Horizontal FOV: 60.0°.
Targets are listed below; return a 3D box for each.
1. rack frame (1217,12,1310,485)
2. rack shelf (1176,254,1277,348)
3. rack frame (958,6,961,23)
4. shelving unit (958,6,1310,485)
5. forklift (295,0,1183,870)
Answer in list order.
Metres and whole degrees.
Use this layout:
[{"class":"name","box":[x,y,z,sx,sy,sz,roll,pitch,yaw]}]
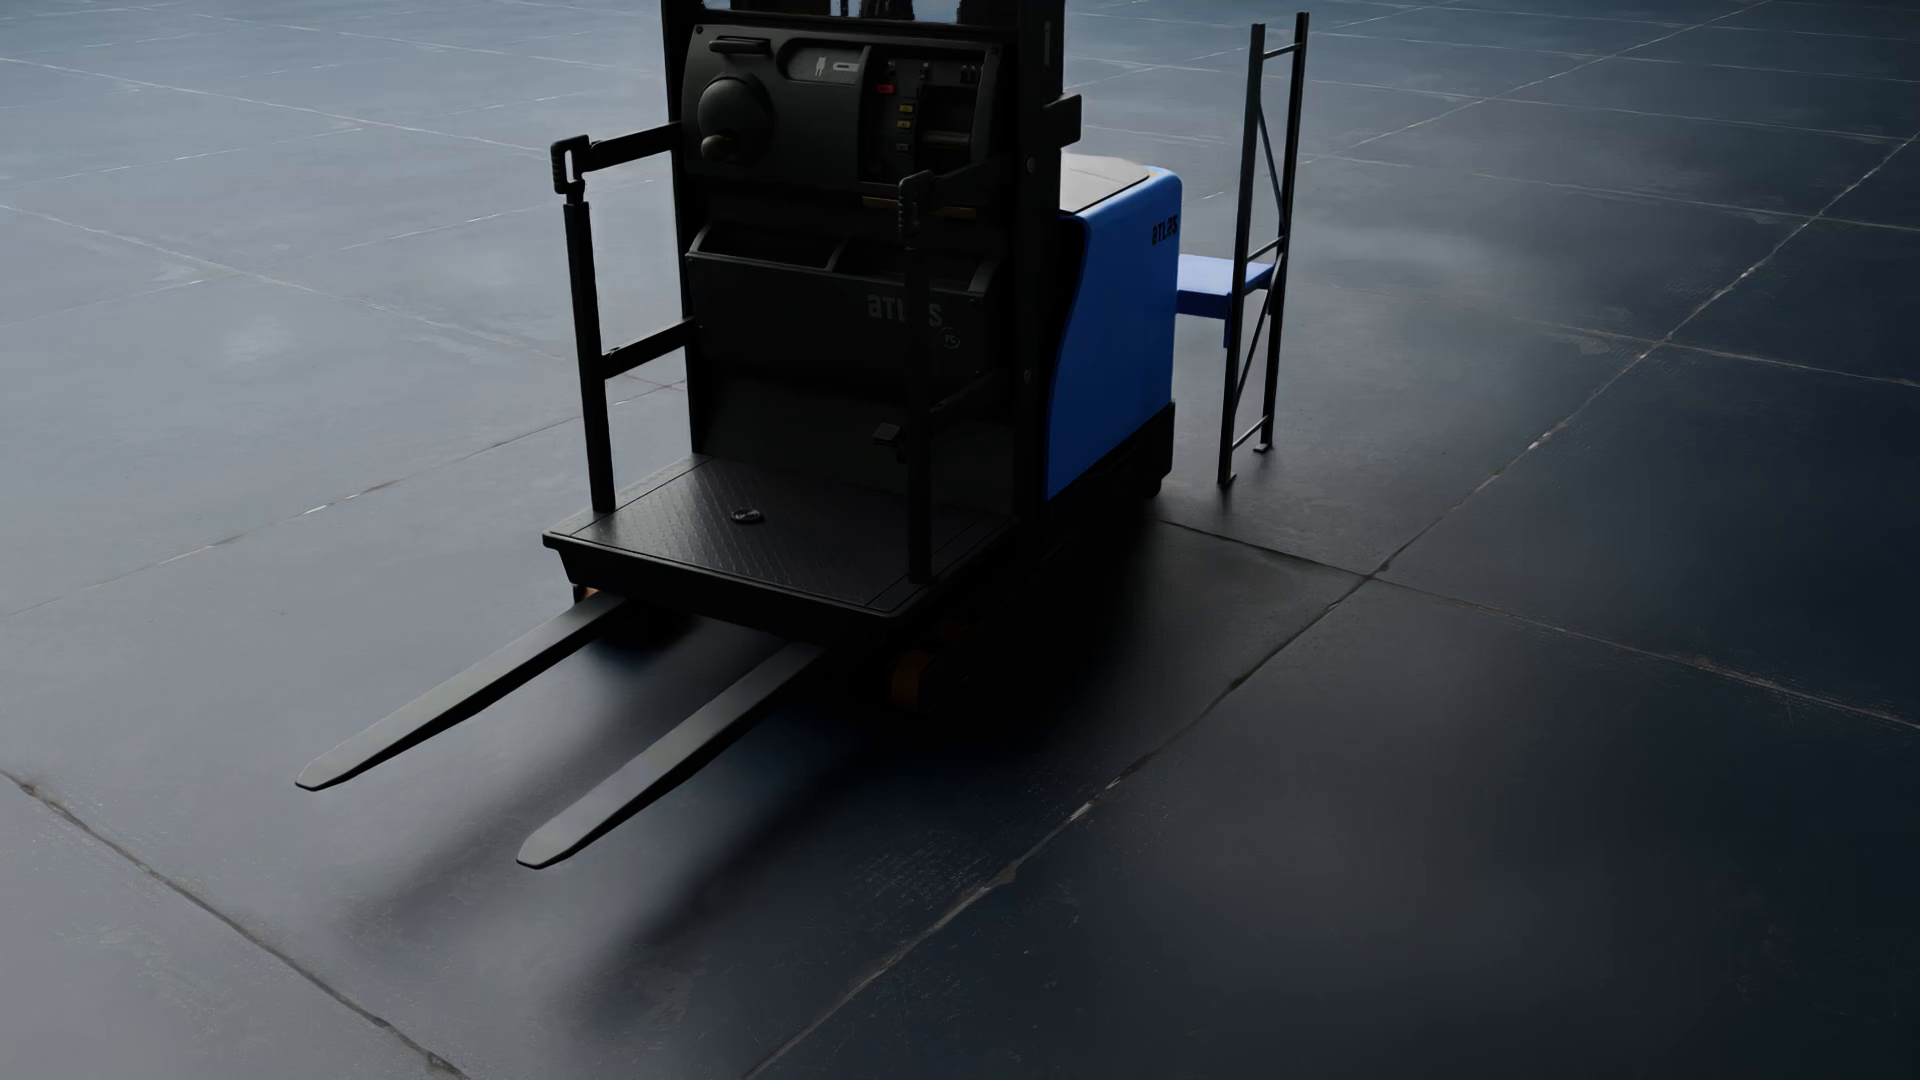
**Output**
[{"class":"rack frame","box":[1.013,-0.965,5.564,0.032,1.500,0.500,12,25,25]},{"class":"rack shelf","box":[0.562,-0.895,5.852,1.000,0.185,0.538,12,25,25]},{"class":"rack frame","box":[0.115,-1.157,6.001,0.032,1.500,0.500,12,25,25]},{"class":"shelving unit","box":[0.564,-1.061,5.783,1.048,1.500,0.538,12,25,25]},{"class":"forklift","box":[-0.414,-1.100,4.111,1.130,2.935,3.031,12,26,25]}]
